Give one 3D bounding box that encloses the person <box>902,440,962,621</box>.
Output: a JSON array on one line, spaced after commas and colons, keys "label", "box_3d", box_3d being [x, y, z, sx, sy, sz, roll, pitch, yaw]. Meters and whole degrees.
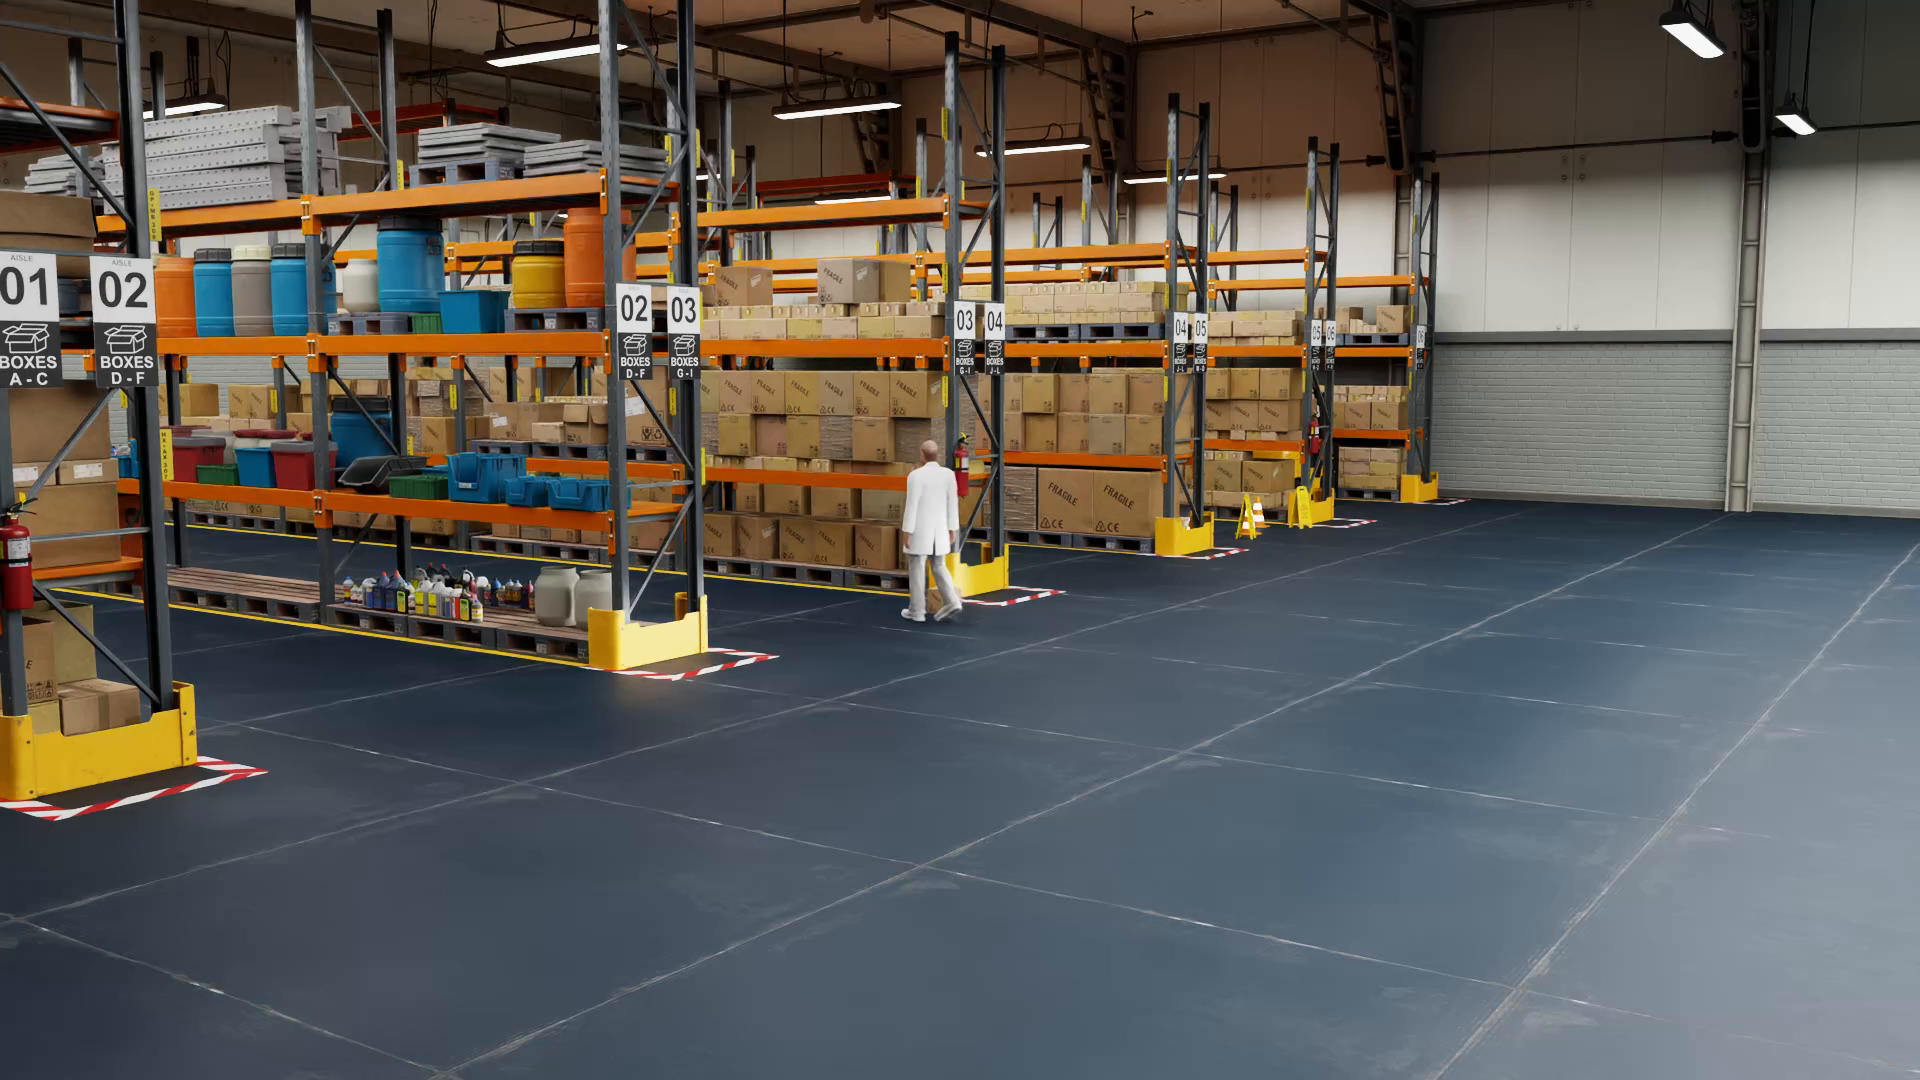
[{"label": "person", "box_3d": [-0.301, -0.087, 16.374, 0.629, 1.785, 0.647, -4, 7, -31]}]
